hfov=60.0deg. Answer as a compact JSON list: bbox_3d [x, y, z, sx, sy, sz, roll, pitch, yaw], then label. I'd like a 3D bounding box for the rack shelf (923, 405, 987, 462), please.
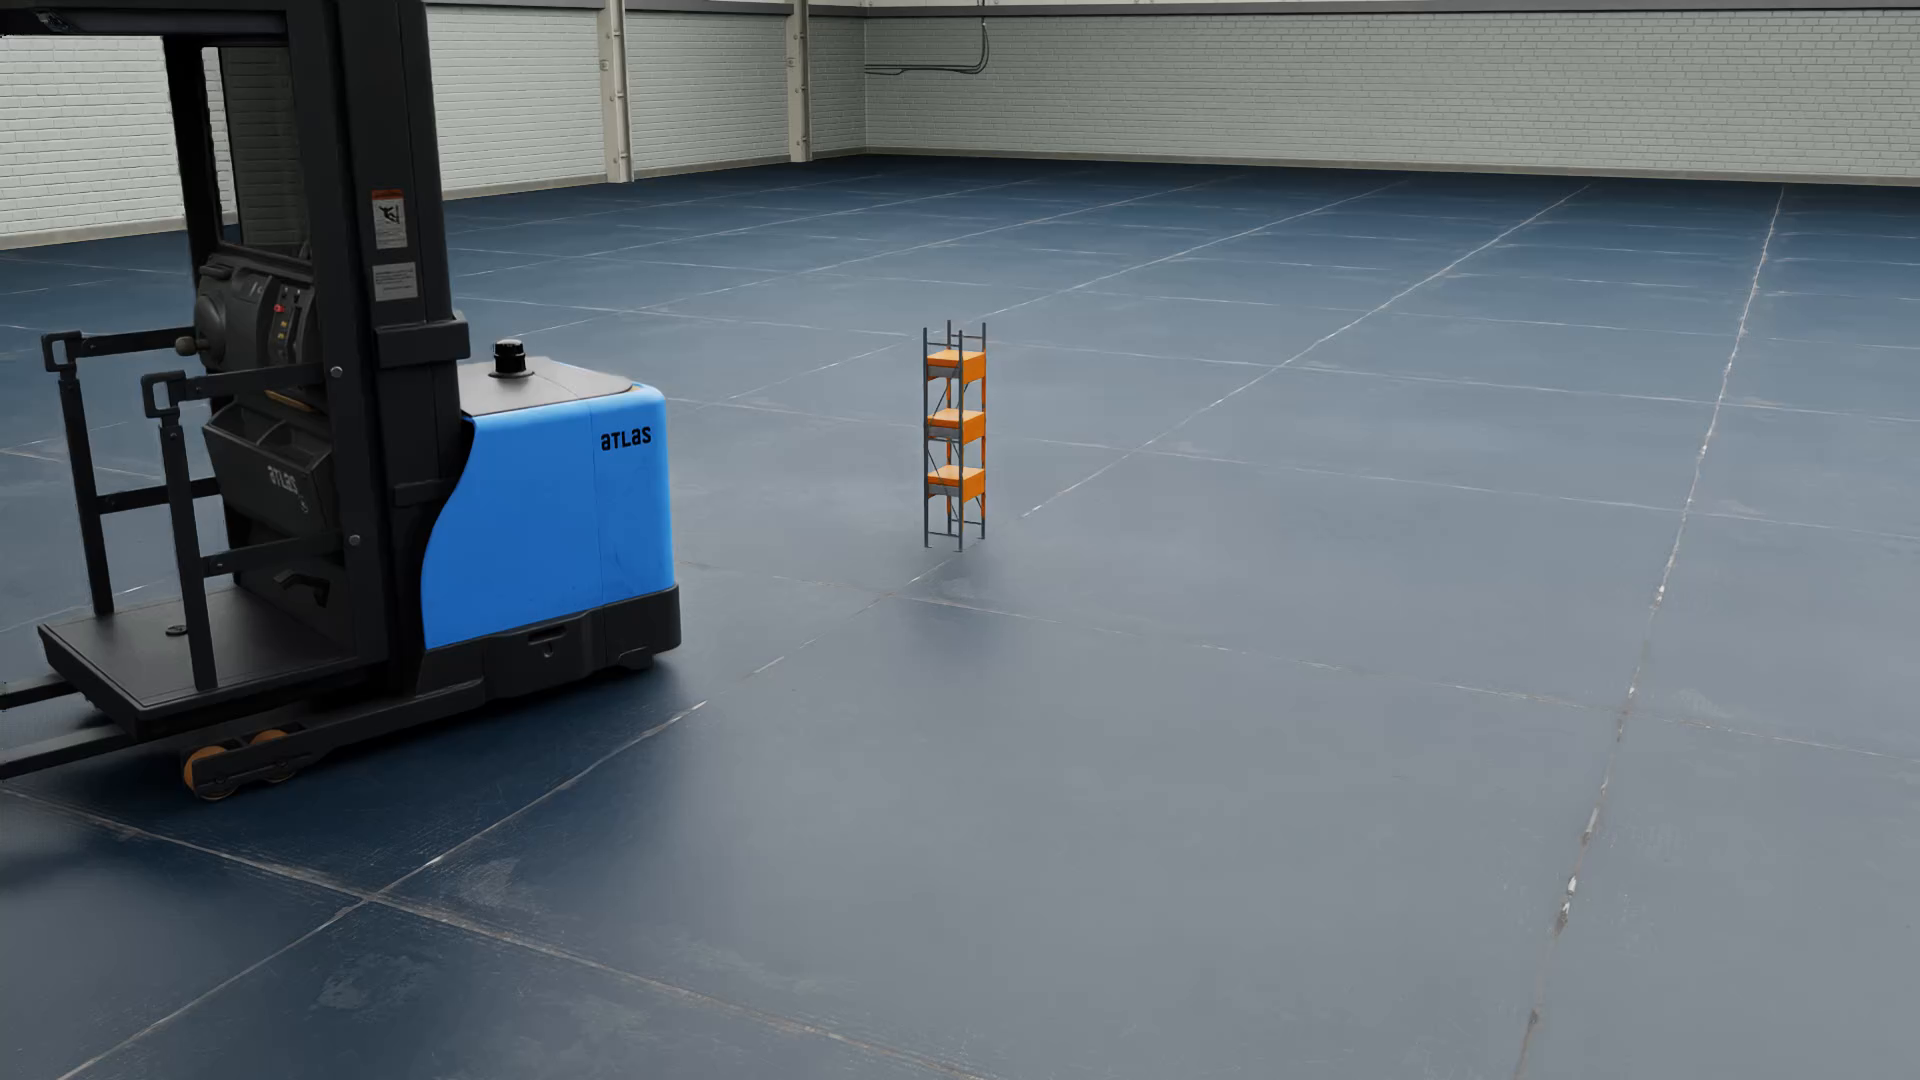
[{"bbox_3d":[-0.024,-0.479,7.832,0.215,0.259,0.240,8,18,25],"label":"rack shelf"}]

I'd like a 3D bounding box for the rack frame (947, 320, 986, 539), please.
[{"bbox_3d":[0.031,-0.521,7.934,0.200,1.050,0.008,8,18,25],"label":"rack frame"}]

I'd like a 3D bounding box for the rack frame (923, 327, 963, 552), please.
[{"bbox_3d":[-0.078,-0.459,7.724,0.200,1.050,0.008,8,18,25],"label":"rack frame"}]

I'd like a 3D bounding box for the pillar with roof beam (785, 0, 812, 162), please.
[{"bbox_3d":[0.564,-11.589,31.239,9.100,9.000,0.400,8,18,25],"label":"pillar with roof beam"}]

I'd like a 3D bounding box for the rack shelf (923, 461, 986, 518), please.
[{"bbox_3d":[-0.024,-0.213,7.911,0.215,0.259,0.240,8,18,25],"label":"rack shelf"}]

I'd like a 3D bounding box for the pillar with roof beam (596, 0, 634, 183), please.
[{"bbox_3d":[-2.117,-10.061,26.093,9.100,9.000,0.400,8,18,25],"label":"pillar with roof beam"}]

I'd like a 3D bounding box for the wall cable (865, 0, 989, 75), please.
[{"bbox_3d":[-0.787,-11.231,35.485,3.097,2.526,0.112,8,18,25],"label":"wall cable"}]

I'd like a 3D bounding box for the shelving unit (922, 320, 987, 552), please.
[{"bbox_3d":[-0.024,-0.490,7.829,0.215,1.050,0.252,8,18,25],"label":"shelving unit"}]

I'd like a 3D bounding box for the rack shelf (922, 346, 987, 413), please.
[{"bbox_3d":[-0.024,-0.752,7.751,0.215,0.259,0.240,8,18,25],"label":"rack shelf"}]

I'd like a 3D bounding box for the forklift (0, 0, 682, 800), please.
[{"bbox_3d":[-2.498,-0.749,5.400,3.031,2.935,1.130,-15,22,-41],"label":"forklift"}]
